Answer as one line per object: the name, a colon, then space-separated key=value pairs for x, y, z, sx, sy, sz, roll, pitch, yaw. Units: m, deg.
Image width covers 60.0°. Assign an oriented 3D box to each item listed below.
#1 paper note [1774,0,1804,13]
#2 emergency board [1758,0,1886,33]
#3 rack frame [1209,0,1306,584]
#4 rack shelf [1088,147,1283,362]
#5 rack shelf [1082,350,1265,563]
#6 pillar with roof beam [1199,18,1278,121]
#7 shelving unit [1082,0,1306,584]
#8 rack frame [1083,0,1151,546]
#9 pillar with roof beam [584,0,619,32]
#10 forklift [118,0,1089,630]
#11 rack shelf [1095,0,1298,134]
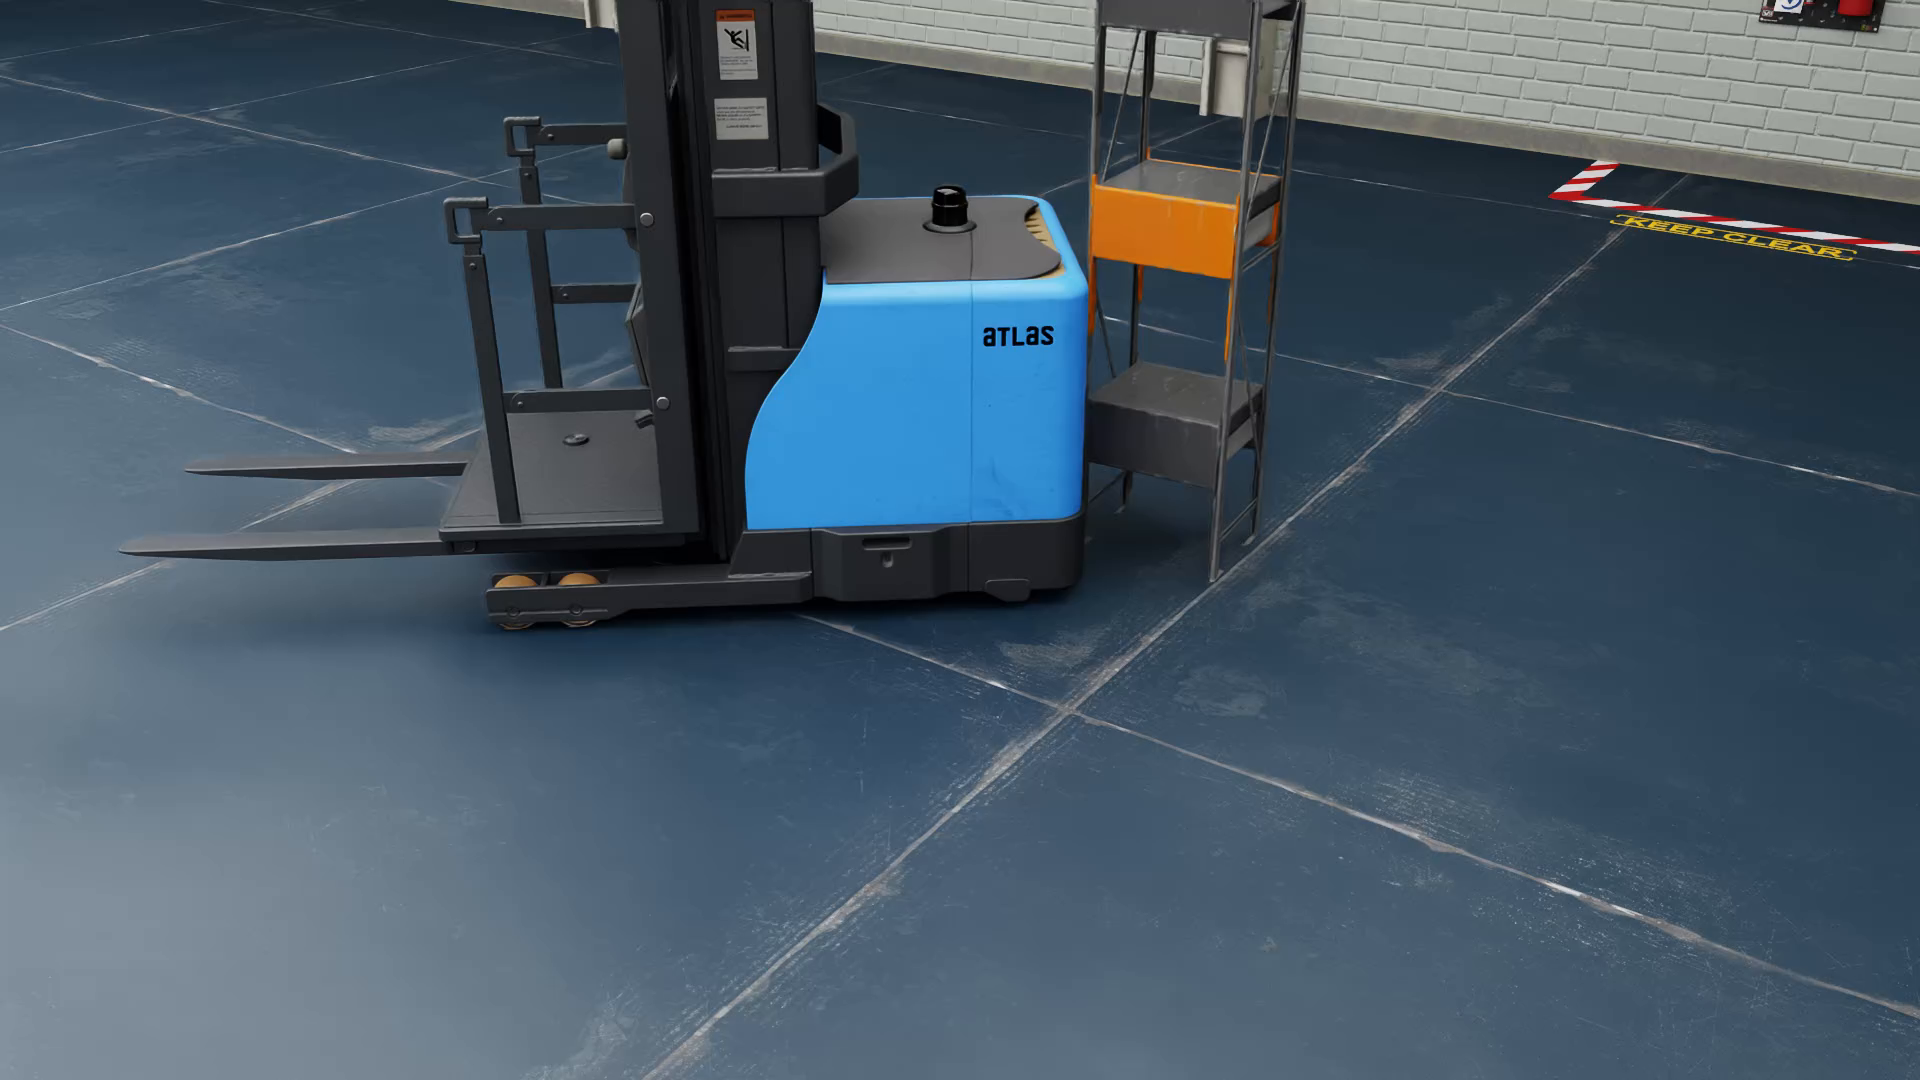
paper note: x=4.735 y=-3.089 z=9.483 sx=0.142 sy=0.148 sz=0.016 roll=17 pitch=32 yaw=30
emergency board: x=4.842 y=-3.410 z=9.143 sx=0.643 sy=1.169 sz=0.194 roll=17 pitch=32 yaw=30
rack frame: x=0.926 y=-0.870 z=5.144 sx=0.015 sy=2.100 sz=0.400 roll=15 pitch=30 yaw=27
rack shelf: x=0.715 y=-0.913 z=5.259 sx=0.480 sy=0.518 sz=0.431 roll=15 pitch=30 yaw=27
rack shelf: x=0.715 y=-0.289 z=5.577 sx=0.480 sy=0.518 sz=0.431 roll=15 pitch=30 yaw=27
pillar with roof beam: x=-0.526 y=-5.366 z=6.372 sx=0.400 sy=9.000 sz=9.100 roll=17 pitch=32 yaw=30
shelving unit: x=0.715 y=-0.925 z=5.253 sx=0.503 sy=2.100 sz=0.431 roll=15 pitch=30 yaw=27
rack frame: x=0.504 y=-0.981 z=5.362 sx=0.015 sy=2.100 sz=0.400 roll=15 pitch=30 yaw=27
pillar with roof beam: x=-5.472 y=-6.907 z=9.400 sx=0.400 sy=9.000 sz=9.100 roll=17 pitch=32 yaw=30
forklift: x=-1.145 y=-1.276 z=5.025 sx=3.031 sy=2.935 sz=1.130 roll=-2 pitch=27 yaw=-4
rack shelf: x=0.715 y=-1.537 z=4.942 sx=0.480 sy=0.518 sz=0.431 roll=15 pitch=30 yaw=27
